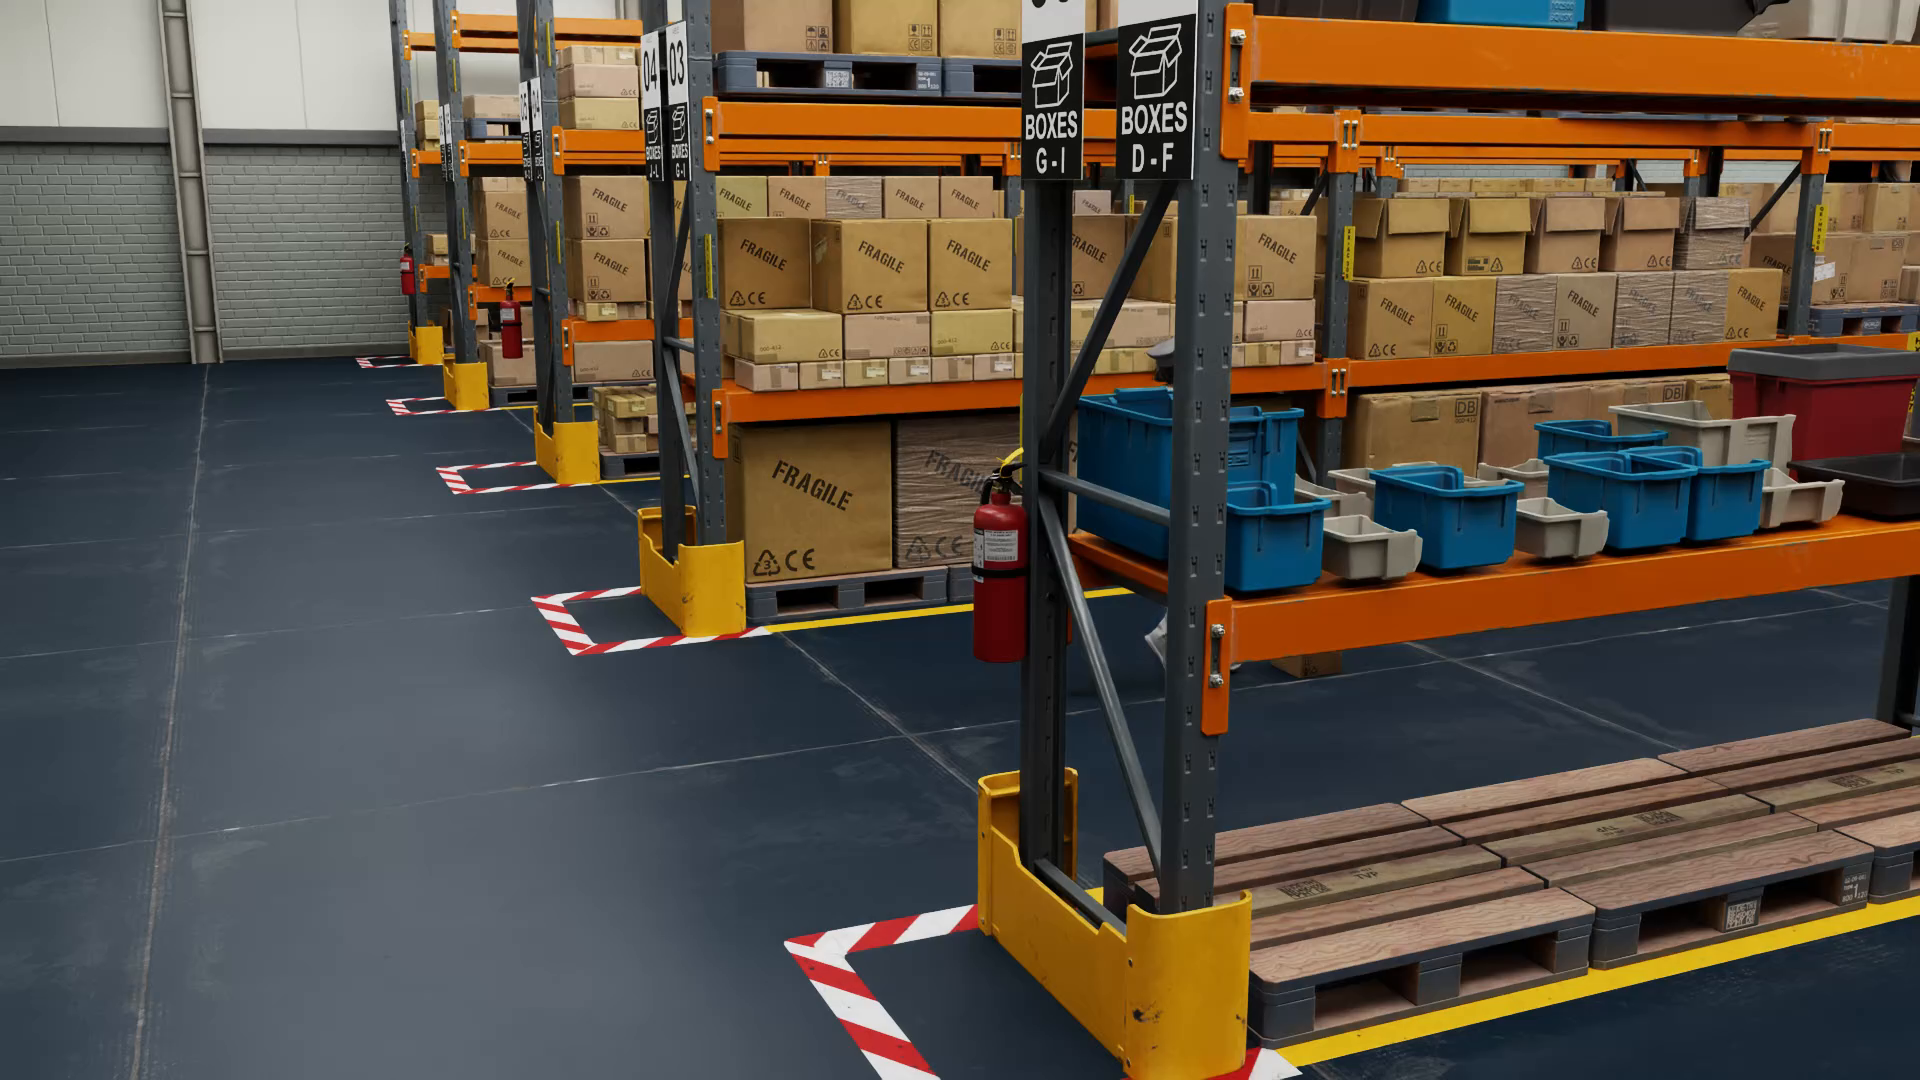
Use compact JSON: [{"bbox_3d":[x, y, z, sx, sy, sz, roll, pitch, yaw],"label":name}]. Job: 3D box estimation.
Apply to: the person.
[{"bbox_3d":[1.142,-0.153,8.020,0.572,1.685,0.533,-3,12,-12],"label":"person"}]
